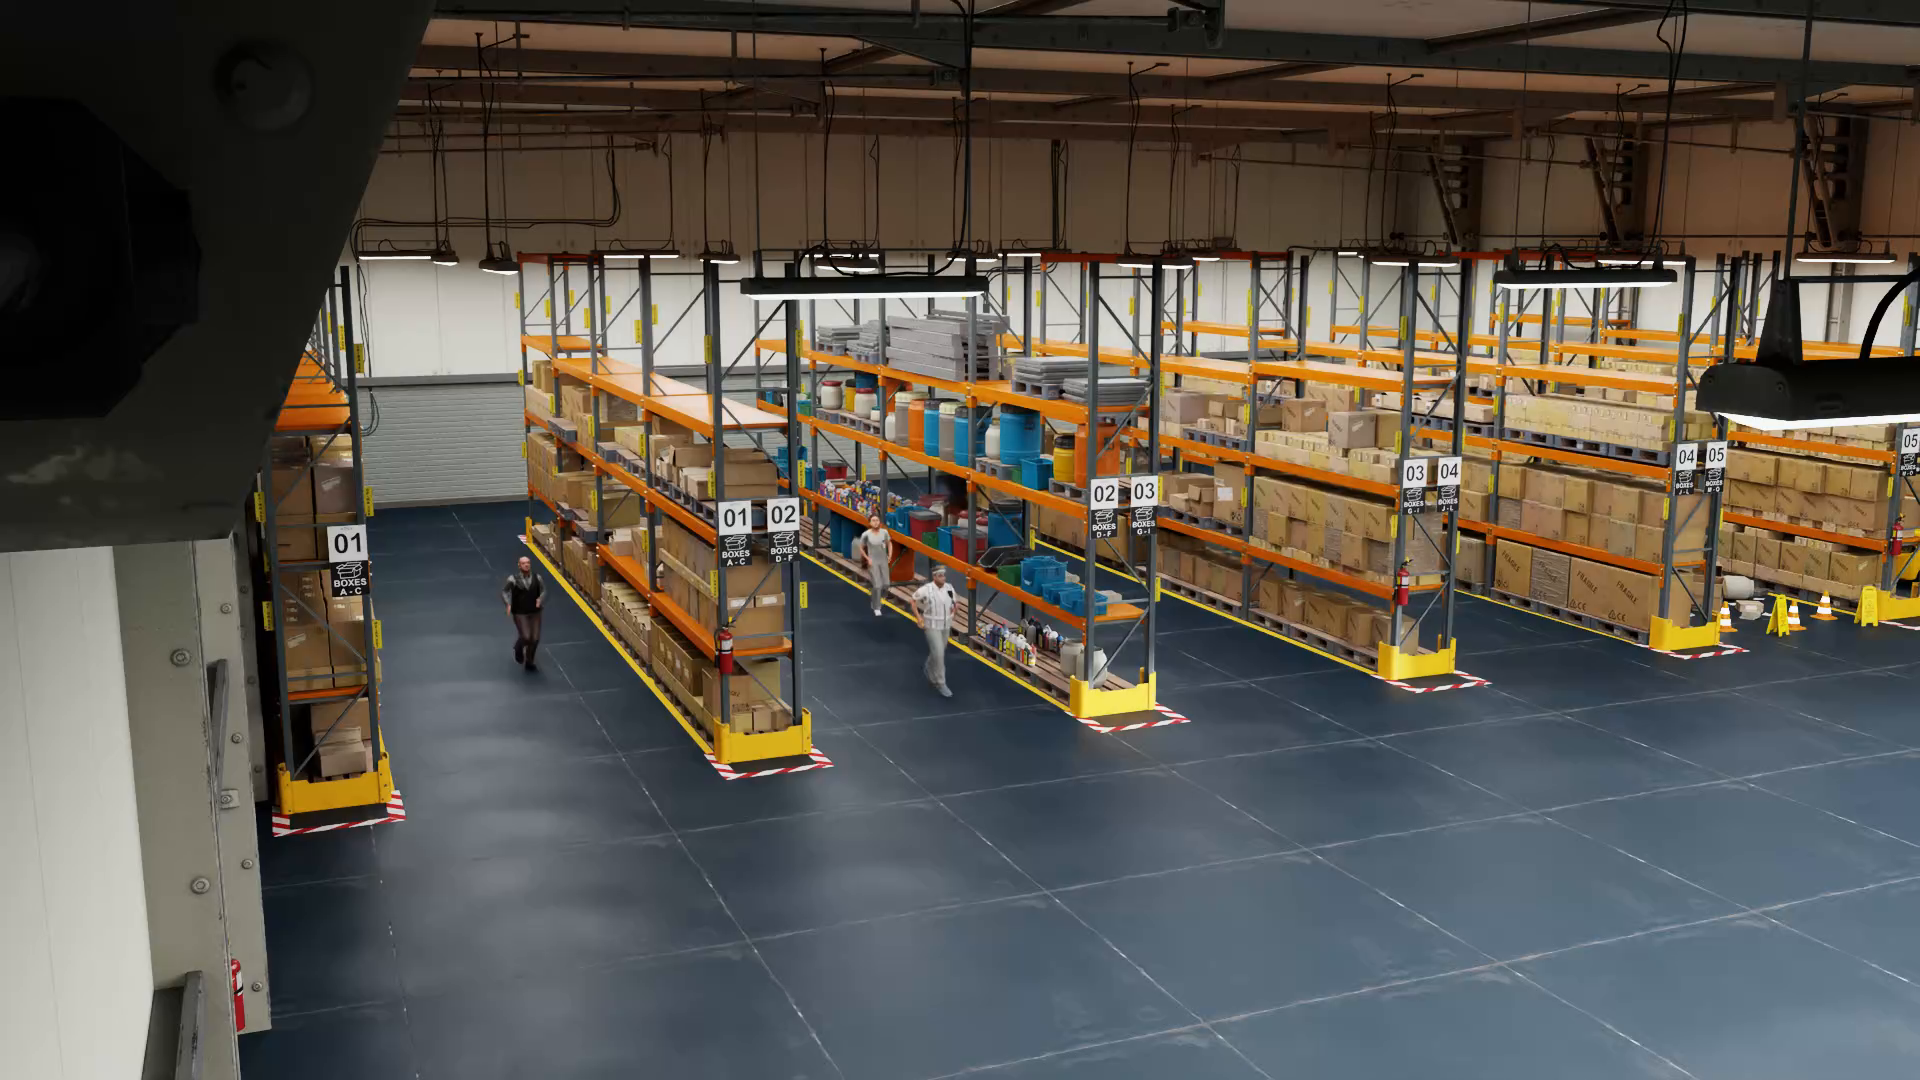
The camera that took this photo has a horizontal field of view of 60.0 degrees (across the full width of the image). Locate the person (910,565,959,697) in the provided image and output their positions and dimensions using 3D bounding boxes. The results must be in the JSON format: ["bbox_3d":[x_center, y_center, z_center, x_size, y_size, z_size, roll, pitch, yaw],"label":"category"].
[{"bbox_3d":[-0.303,1.217,23.351,0.665,1.797,0.885,-7,13,-35],"label":"person"}]

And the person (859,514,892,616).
[{"bbox_3d":[-1.335,0.391,26.774,0.567,1.646,0.458,-4,11,-20],"label":"person"}]

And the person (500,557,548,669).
[{"bbox_3d":[-6.353,1.087,24.435,0.657,1.679,0.575,-6,12,-30],"label":"person"}]

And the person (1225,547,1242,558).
[{"bbox_3d":[5.414,-0.264,32.163,0.553,1.546,0.675,-6,12,-31],"label":"person"}]
